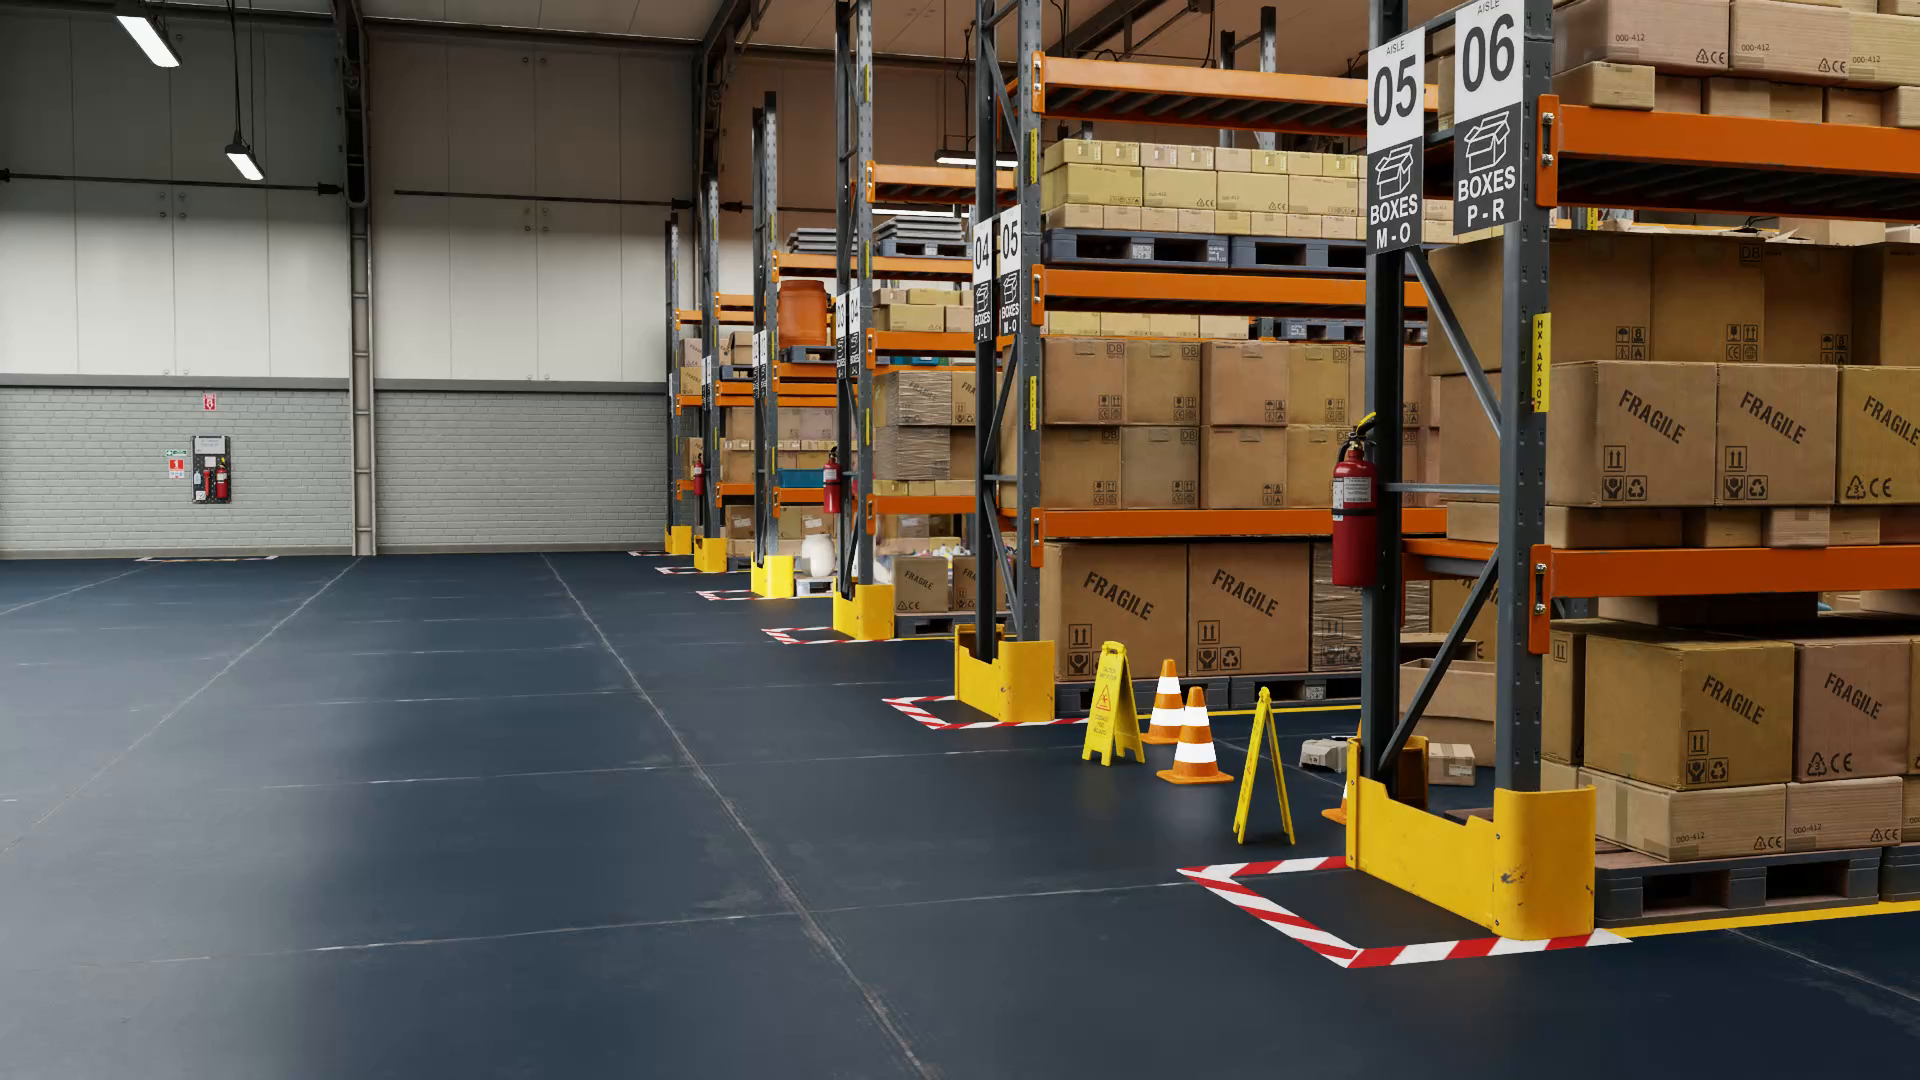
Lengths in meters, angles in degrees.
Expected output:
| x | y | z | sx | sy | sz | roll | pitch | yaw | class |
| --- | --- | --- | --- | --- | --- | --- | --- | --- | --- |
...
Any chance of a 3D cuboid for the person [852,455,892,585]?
| x | y | z | sx | sy | sz | roll | pitch | yaw | class |
| --- | --- | --- | --- | --- | --- | --- | --- | --- | --- |
| -1.028 | -0.114 | 18.480 | 0.920 | 1.686 | 0.550 | 1 | 3 | 19 | person |
